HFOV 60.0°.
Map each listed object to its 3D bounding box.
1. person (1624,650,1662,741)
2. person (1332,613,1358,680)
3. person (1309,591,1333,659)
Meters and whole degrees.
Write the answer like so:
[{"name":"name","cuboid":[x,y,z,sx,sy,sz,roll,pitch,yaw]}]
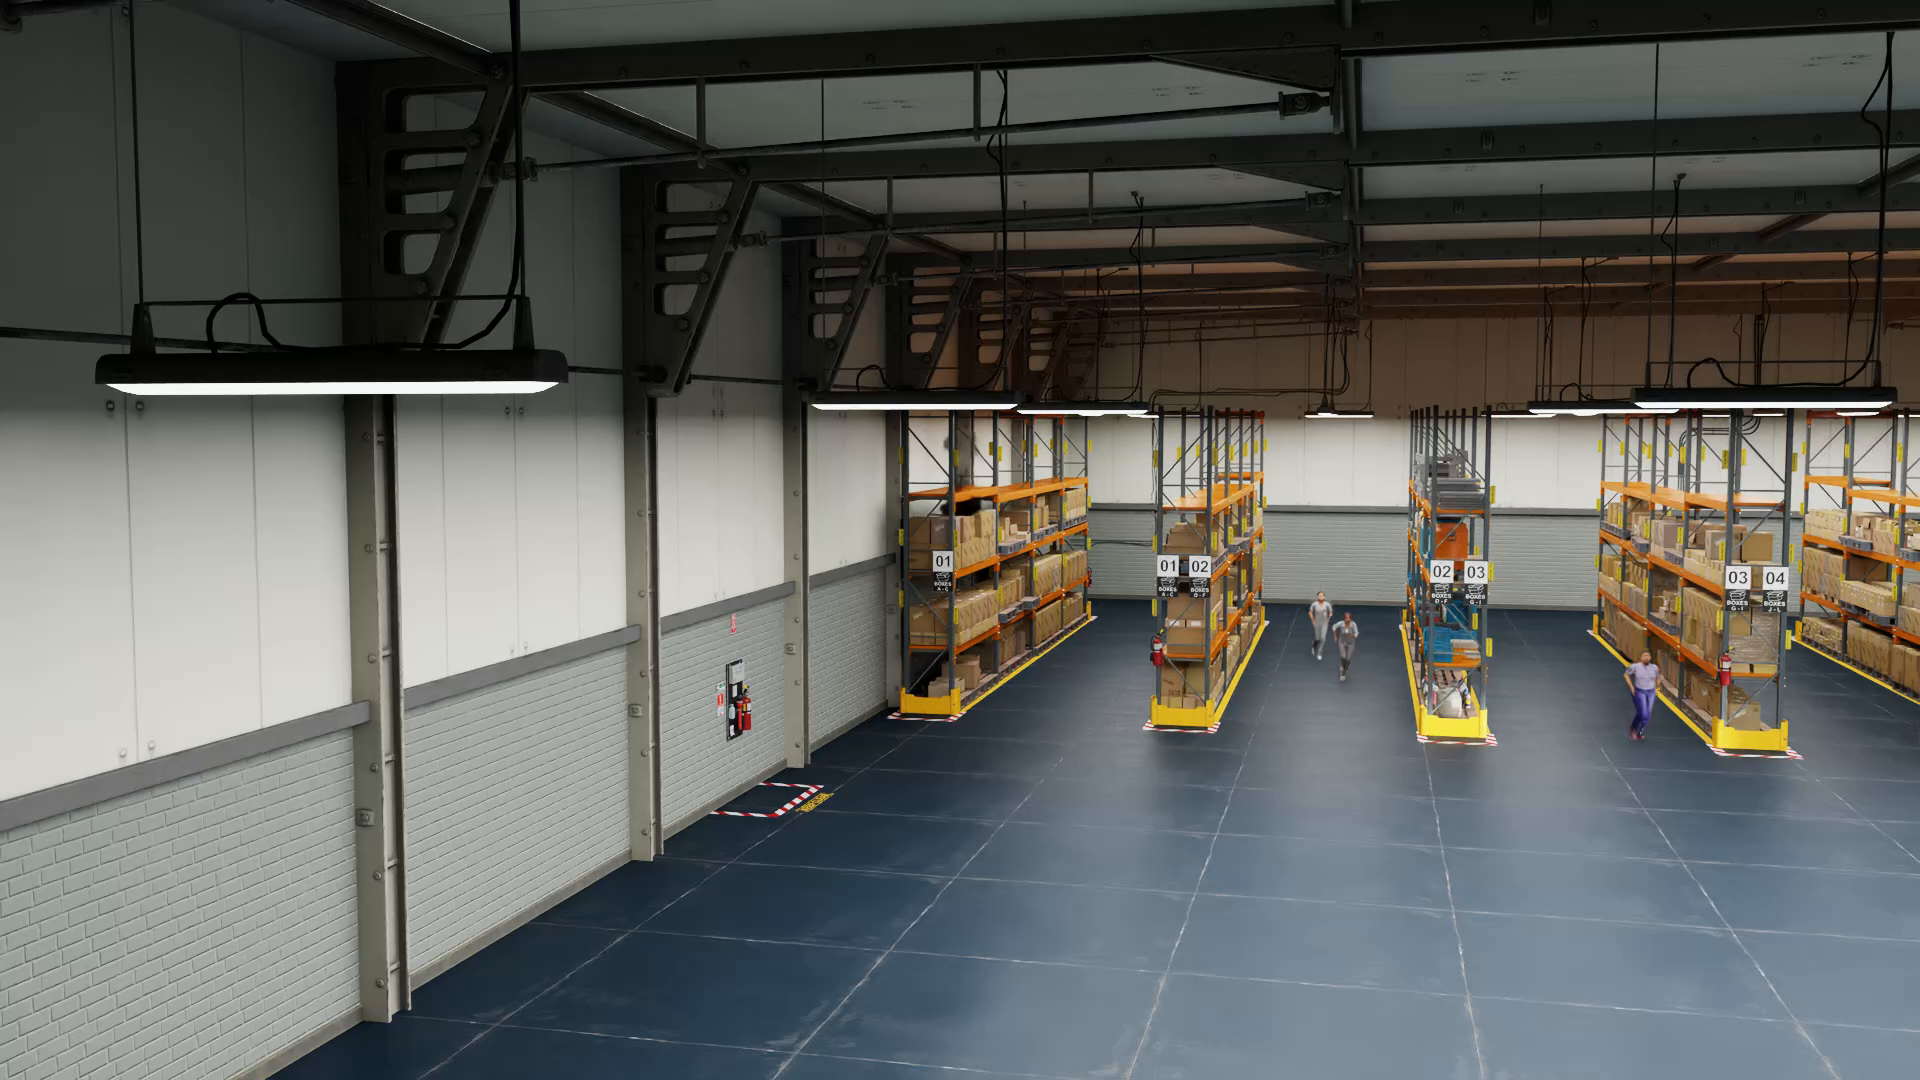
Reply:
[{"name":"person","cuboid":[12.234,2.786,29.689,0.580,1.638,0.630,0,4,0]},{"name":"person","cuboid":[8.469,2.340,36.523,0.524,1.525,0.735,0,4,4]},{"name":"person","cuboid":[8.680,2.047,39.950,0.556,1.637,0.584,1,4,8]}]
